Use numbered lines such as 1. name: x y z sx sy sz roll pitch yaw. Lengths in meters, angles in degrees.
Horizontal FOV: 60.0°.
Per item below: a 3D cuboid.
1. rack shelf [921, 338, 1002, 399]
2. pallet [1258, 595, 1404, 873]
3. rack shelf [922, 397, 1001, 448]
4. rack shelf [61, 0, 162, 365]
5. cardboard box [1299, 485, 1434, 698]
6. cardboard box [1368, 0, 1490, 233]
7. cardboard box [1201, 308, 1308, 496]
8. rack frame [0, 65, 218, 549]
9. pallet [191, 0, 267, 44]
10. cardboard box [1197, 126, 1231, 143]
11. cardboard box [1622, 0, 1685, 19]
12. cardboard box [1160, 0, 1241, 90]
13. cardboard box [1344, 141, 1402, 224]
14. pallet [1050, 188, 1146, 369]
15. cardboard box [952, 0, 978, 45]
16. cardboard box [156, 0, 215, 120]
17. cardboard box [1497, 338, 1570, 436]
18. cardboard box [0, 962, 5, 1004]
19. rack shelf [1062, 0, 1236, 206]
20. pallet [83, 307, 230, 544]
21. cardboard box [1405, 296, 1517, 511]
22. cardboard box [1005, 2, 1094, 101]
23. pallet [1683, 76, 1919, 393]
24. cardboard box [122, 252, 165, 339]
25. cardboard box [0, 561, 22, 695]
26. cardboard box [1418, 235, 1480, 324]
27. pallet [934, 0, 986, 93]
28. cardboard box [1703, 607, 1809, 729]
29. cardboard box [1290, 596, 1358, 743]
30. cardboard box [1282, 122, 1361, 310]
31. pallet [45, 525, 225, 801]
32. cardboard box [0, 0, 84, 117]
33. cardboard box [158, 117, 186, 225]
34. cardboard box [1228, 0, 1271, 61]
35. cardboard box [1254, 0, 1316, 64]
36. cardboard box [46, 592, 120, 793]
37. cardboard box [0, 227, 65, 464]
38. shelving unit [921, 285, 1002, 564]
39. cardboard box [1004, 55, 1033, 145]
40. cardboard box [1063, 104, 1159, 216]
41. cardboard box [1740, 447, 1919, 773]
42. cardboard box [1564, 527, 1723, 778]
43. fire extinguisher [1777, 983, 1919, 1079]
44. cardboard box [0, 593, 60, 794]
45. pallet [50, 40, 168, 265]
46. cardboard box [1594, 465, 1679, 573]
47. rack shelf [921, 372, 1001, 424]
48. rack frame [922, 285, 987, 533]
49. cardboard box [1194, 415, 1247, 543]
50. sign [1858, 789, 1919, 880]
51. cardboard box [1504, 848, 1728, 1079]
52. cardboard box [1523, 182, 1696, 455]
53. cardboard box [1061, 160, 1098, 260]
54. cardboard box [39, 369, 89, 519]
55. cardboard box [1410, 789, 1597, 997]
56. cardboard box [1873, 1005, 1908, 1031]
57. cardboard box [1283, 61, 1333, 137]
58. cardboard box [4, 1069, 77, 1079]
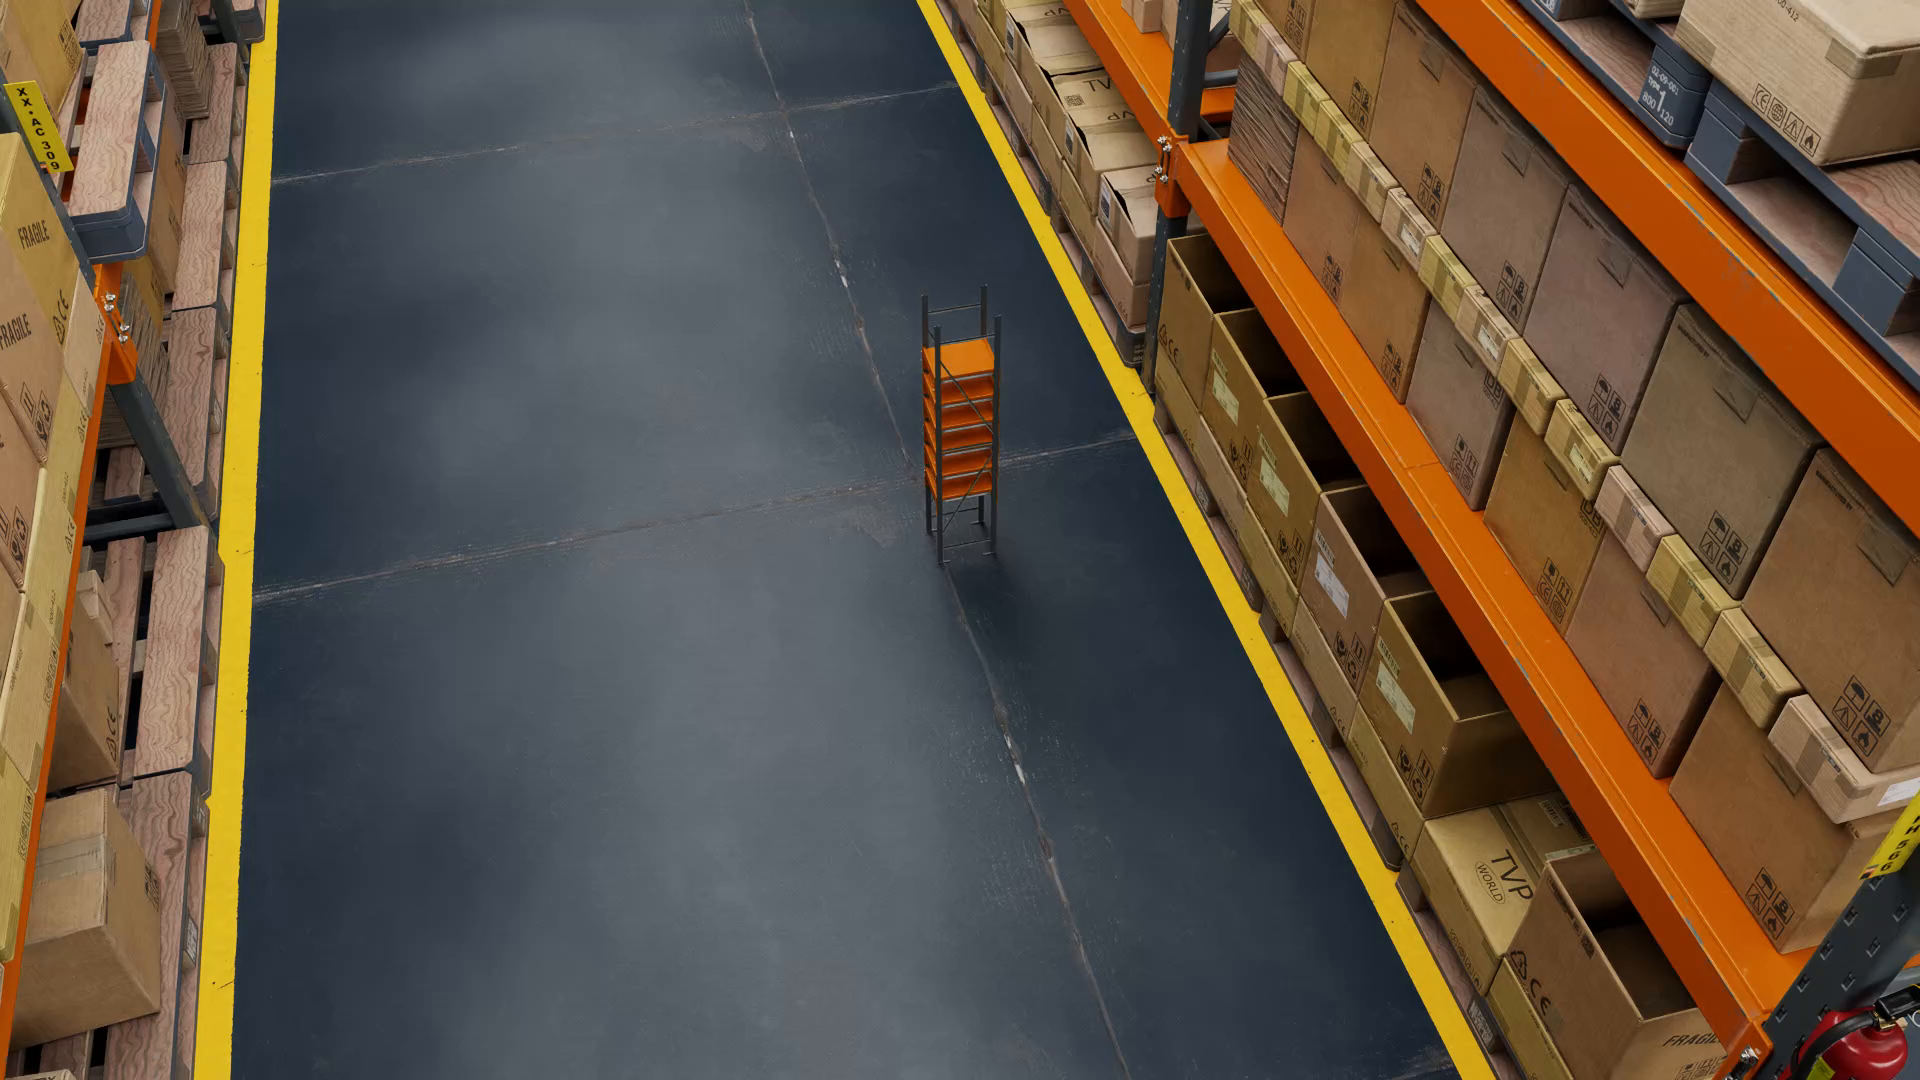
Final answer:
1. rack shelf: 0.004 -0.631 6.086 0.258 0.103 0.180 -11 47 -10
2. pallet: 1.786 0.554 6.059 1.003 0.211 1.213 -11 47 -10
3. rack shelf: 0.004 -0.463 6.258 0.258 0.103 0.180 -11 47 -10
4. rack shelf: -3.992 -2.043 7.155 1.077 0.370 4.000 -11 47 -10
5. cardboard box: 1.509 0.143 5.615 0.500 0.500 0.500 -11 47 -10
6. cardboard box: 1.685 -1.311 4.957 0.700 0.500 0.500 -11 47 -10
7. cardboard box: 1.259 -0.548 6.293 0.500 0.500 0.500 -11 47 -10
8. rack frame: -3.480 -0.914 5.545 1.000 3.000 0.127 -11 47 -10
9. pallet: -4.633 -3.258 9.795 1.003 0.211 1.213 -11 47 -10
10. cardboard box: 1.319 -1.880 7.731 0.500 0.311 0.500 -11 47 -11
11. cardboard box: 1.639 -1.406 3.598 0.500 0.311 0.500 -6 46 -6
12. cardboard box: 1.139 -2.102 6.814 0.500 0.250 0.500 -8 46 -8
13. cardboard box: 1.451 -1.158 5.261 0.380 0.149 0.250 -12 47 -12
14. pallet: 1.081 -1.348 7.923 1.003 0.211 1.213 -11 47 -10
15. cardboard box: 0.263 -3.006 9.227 0.500 0.250 0.500 -12 47 -11
16. cardboard box: -4.270 -2.467 8.510 0.700 0.500 0.500 -10 46 -10
17. cardboard box: 1.716 -0.445 4.562 0.380 0.149 0.250 -10 46 -9
18. cardboard box: -2.421 1.142 3.621 0.500 0.250 0.500 -12 47 -12
19. rack shelf: 0.795 -2.951 8.046 1.077 0.370 4.000 -11 47 -10
20. pallet: -3.681 -0.475 7.068 1.003 0.211 1.213 -11 47 -10
21. cardboard box: 1.825 -0.488 5.058 0.700 0.500 0.500 -9 46 -9
22. cardboard box: 0.537 -2.481 8.320 0.500 0.311 0.500 -11 47 -11
23. pallet: 2.175 -0.572 3.172 1.003 0.211 1.213 -11 47 -10
24. cardboard box: -3.866 -1.046 7.117 0.700 0.500 0.500 -12 47 -11
25. cardboard box: -2.675 0.191 4.028 0.500 0.500 0.500 -9 46 -9
26. cardboard box: 1.589 -0.794 4.904 0.380 0.149 0.250 -11 47 -11
27. pallet: 0.456 -3.032 9.574 1.003 0.211 1.213 -11 47 -10
28. cardboard box: 1.981 0.268 3.863 0.380 0.149 0.250 -10 46 -9
29. cardboard box: 1.513 0.405 5.884 0.500 0.250 0.500 -11 47 -10
30. cardboard box: 1.568 -1.189 5.745 0.700 0.500 0.500 -11 47 -11
31. pallet: -3.274 0.519 6.093 1.003 0.211 1.213 -11 47 -10
32. cardboard box: -3.714 -1.848 6.082 0.700 0.500 0.500 -6 46 -6
33. cardboard box: -4.096 -1.752 7.809 0.700 0.500 0.500 -11 47 -11
34. cardboard box: 1.189 -1.863 5.952 0.380 0.149 0.250 -11 47 -10
35. cardboard box: 1.427 -2.006 5.637 0.700 0.500 0.500 -10 47 -10
36. cardboard box: -3.176 0.516 5.586 0.500 0.500 0.500 -14 47 -13
37. cardboard box: -2.927 -0.517 4.723 0.500 0.500 0.500 -11 47 -11
38. shelving unit: 0.004 -0.410 6.312 0.258 1.200 0.189 -11 47 -10
39. cardboard box: 0.533 -2.294 8.529 0.500 0.250 0.500 -10 46 -10
40. cardboard box: 0.787 -1.788 7.641 0.500 0.311 0.500 -10 46 -9
41. cardboard box: 2.211 0.089 3.584 0.700 0.500 0.500 -11 47 -10
42. cardboard box: 2.085 0.218 4.366 0.700 0.500 0.500 -10 46 -9
43. fire extinguisher: 1.912 1.133 3.593 0.296 0.674 0.183 -11 47 -10
44. cardboard box: -2.673 0.440 4.309 0.500 0.250 0.500 -10 46 -10
45. pallet: -3.535 -1.401 6.157 1.003 0.211 1.213 -11 47 -10
46. cardboard box: 1.853 -0.083 4.206 0.380 0.149 0.250 -10 46 -10
47. rack shelf: 0.004 -0.547 6.172 0.258 0.103 0.180 -11 47 -10
48. rack frame: -0.020 -0.473 6.374 0.240 1.200 0.006 -11 47 -10
49. cardboard box: 1.256 -0.285 6.560 0.500 0.250 0.500 -11 47 -10
50. sign: 1.803 0.541 3.143 0.100 0.325 0.005 -11 47 -10
51. cardboard box: 1.906 1.177 4.603 0.500 0.500 0.500 -11 47 -10
52. cardboard box: 1.941 -0.621 4.280 0.700 0.500 0.500 -11 47 -10
53. cardboard box: 0.793 -1.590 7.839 0.500 0.250 0.500 -11 47 -11
54. cardboard box: -2.947 -0.251 4.987 0.500 0.250 0.500 -11 47 -10
55. cardboard box: 1.769 1.096 5.207 0.500 0.250 0.500 -11 47 -10
56. cardboard box: 2.409 1.344 4.964 0.500 0.250 0.500 -11 47 -10
57. cardboard box: 1.321 -1.512 5.607 0.380 0.149 0.250 -12 47 -11
58. cardboard box: -2.692 1.747 4.512 0.500 0.311 0.500 -7 46 -7
